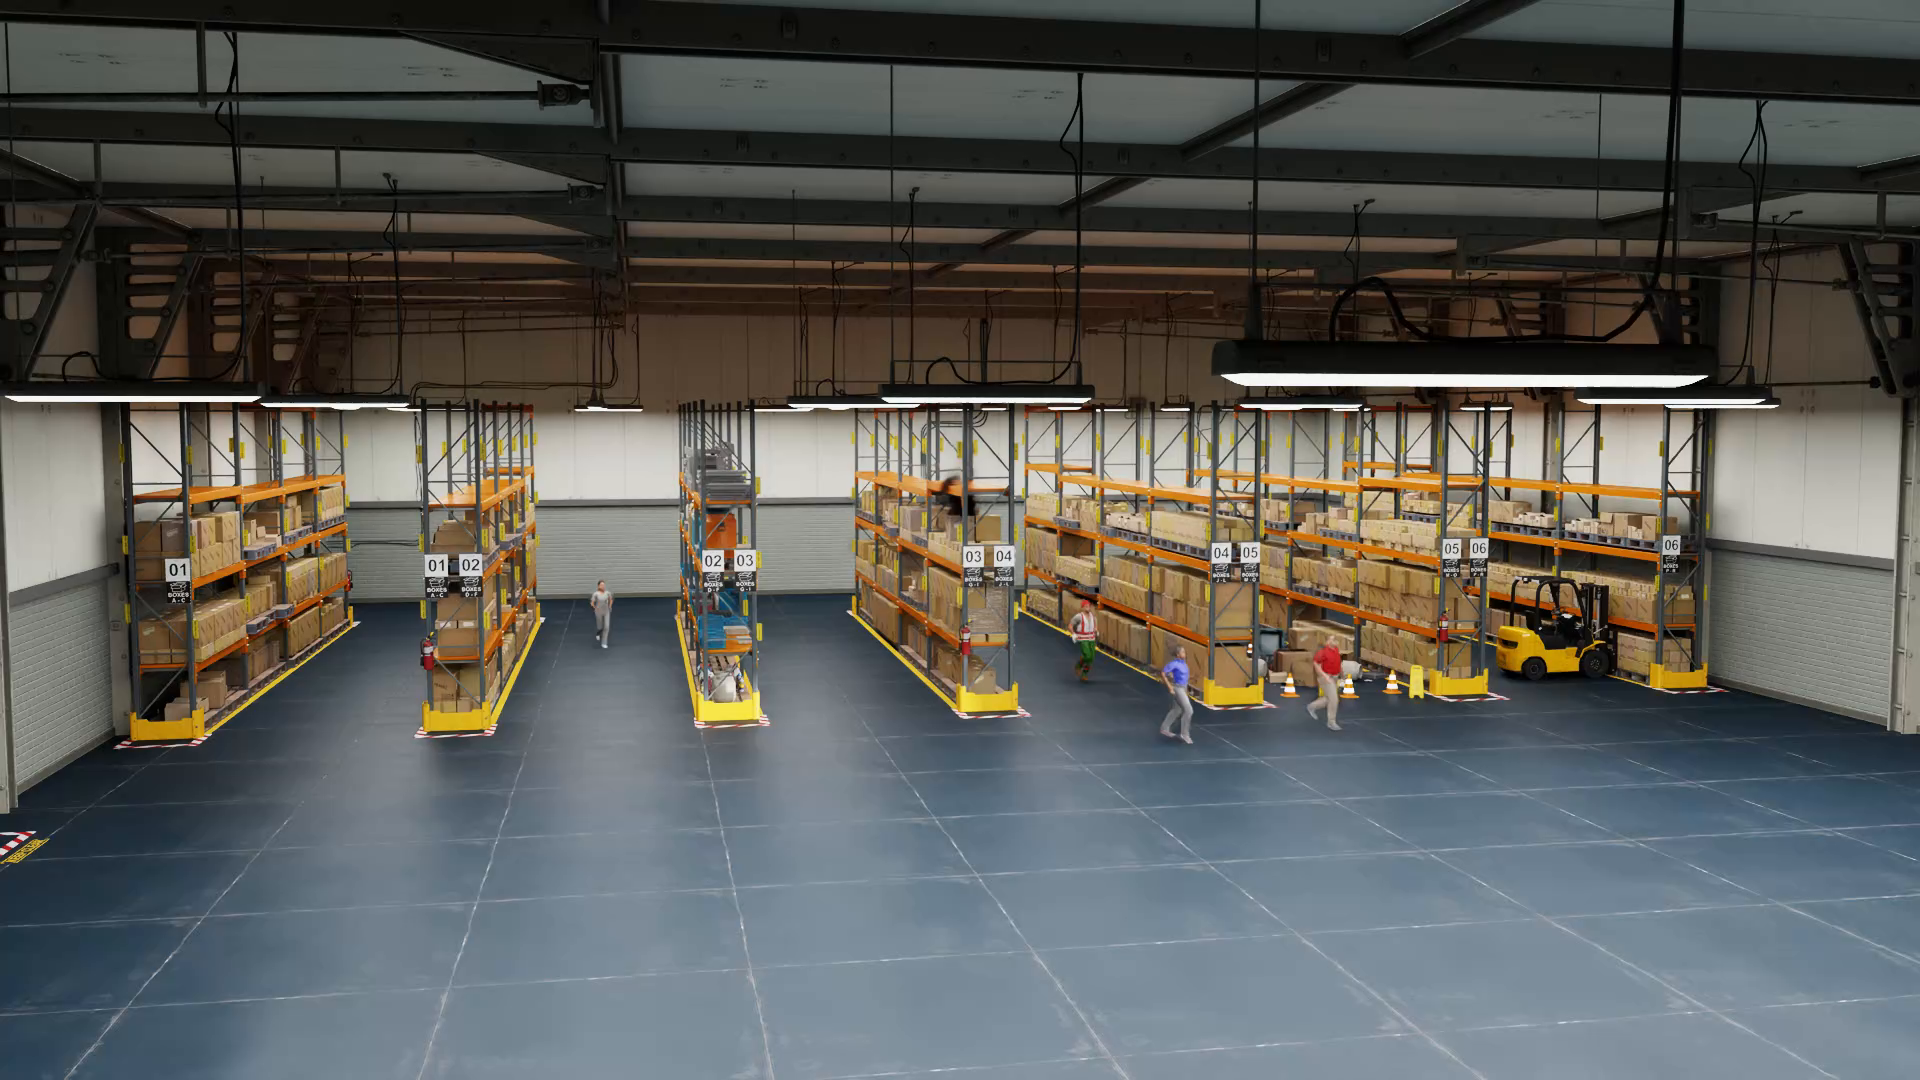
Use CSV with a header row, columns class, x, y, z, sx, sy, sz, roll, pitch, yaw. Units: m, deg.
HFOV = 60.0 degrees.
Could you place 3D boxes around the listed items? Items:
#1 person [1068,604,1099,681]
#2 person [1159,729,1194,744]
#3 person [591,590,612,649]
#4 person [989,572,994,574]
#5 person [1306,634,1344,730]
class,x,y,z,sx,sy,sz,roll,pitch,yaw
person,2.727,2.221,35.618,0.650,1.618,0.508,-2,5,-29
person,3.799,3.390,29.137,0.674,0.355,0.278,2,5,25
person,-7.578,1.814,41.511,3.229,1.577,0.841,-2,5,-24
person,0.962,1.123,49.304,0.795,1.735,0.901,4,6,45
person,6.691,2.576,30.467,0.805,1.740,0.661,4,6,43
